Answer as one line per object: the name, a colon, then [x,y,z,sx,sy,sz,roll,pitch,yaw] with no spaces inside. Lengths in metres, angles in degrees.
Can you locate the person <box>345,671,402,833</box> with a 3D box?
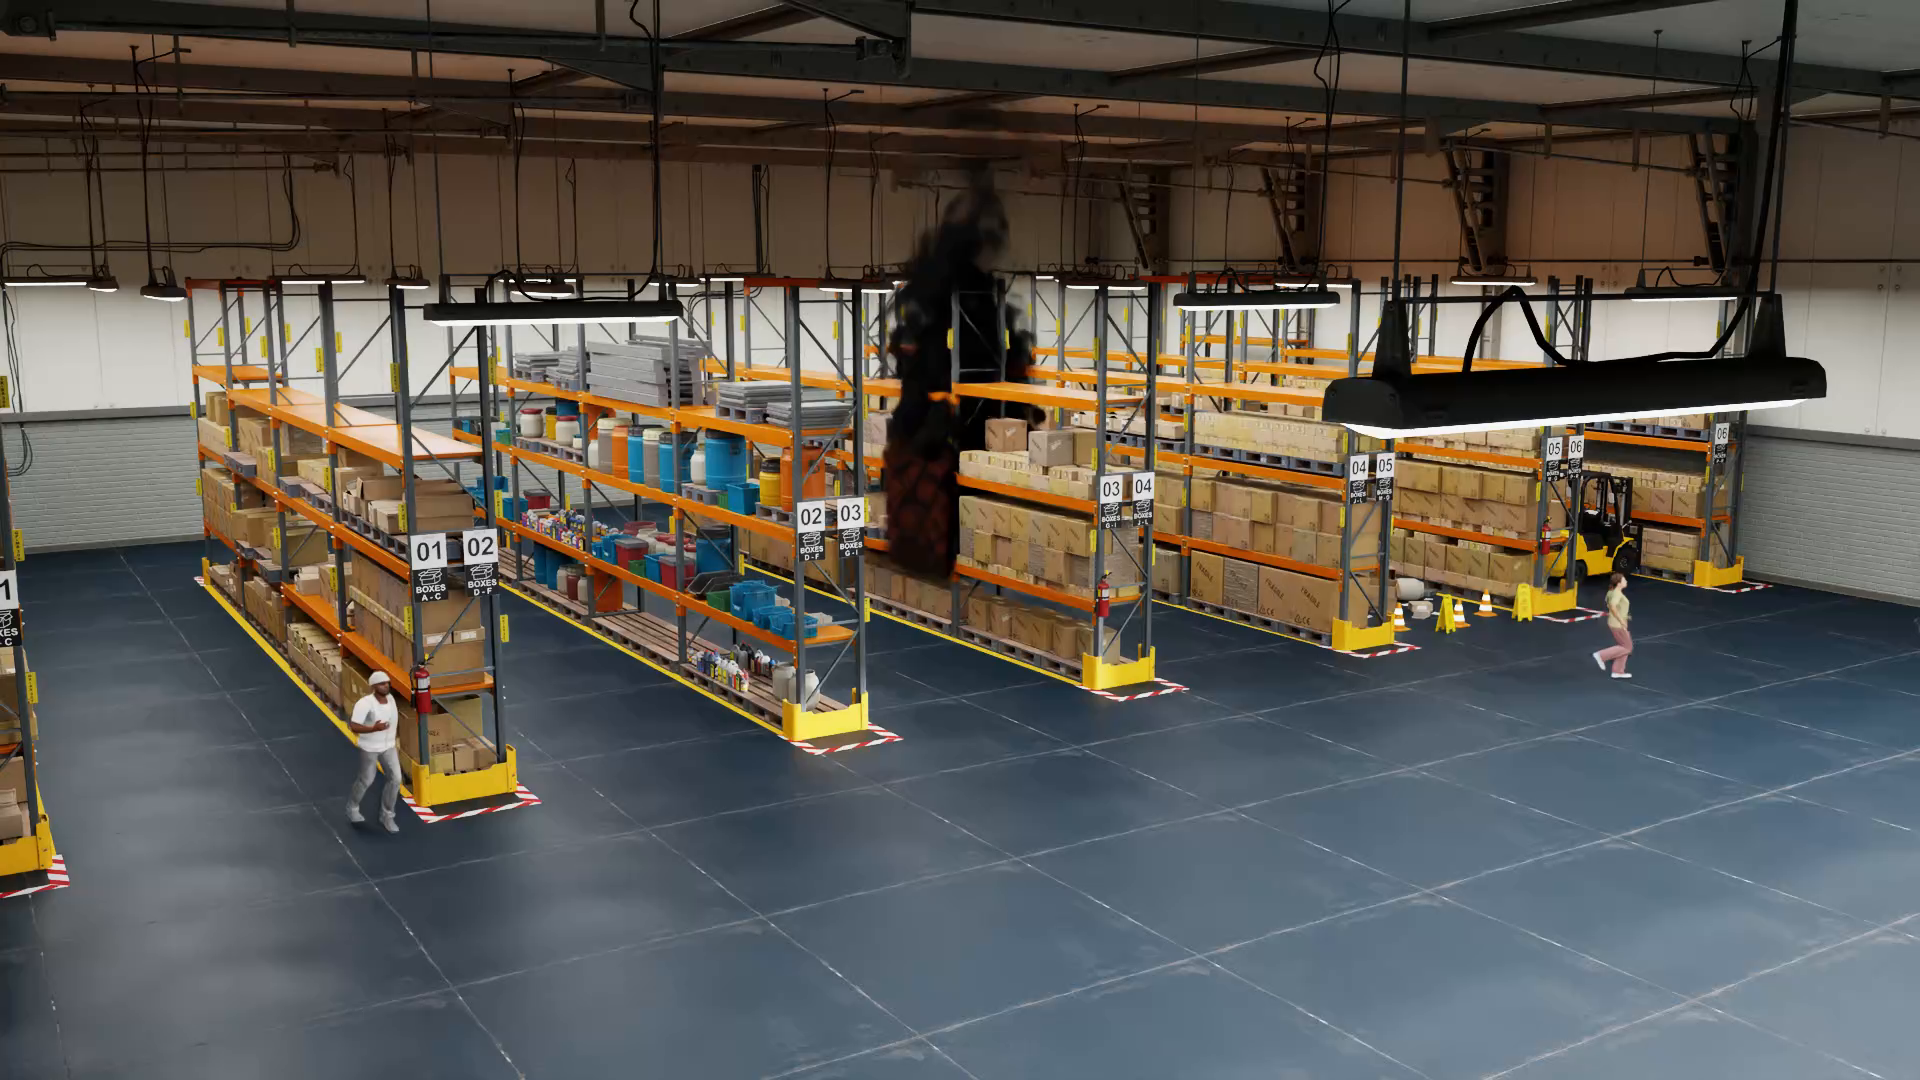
person: [-6.554,2.368,18.704,0.746,1.829,0.696,6,11,32]

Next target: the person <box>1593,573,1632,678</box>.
person: [9.985,1.304,25.373,0.597,1.624,0.596,1,10,7]
